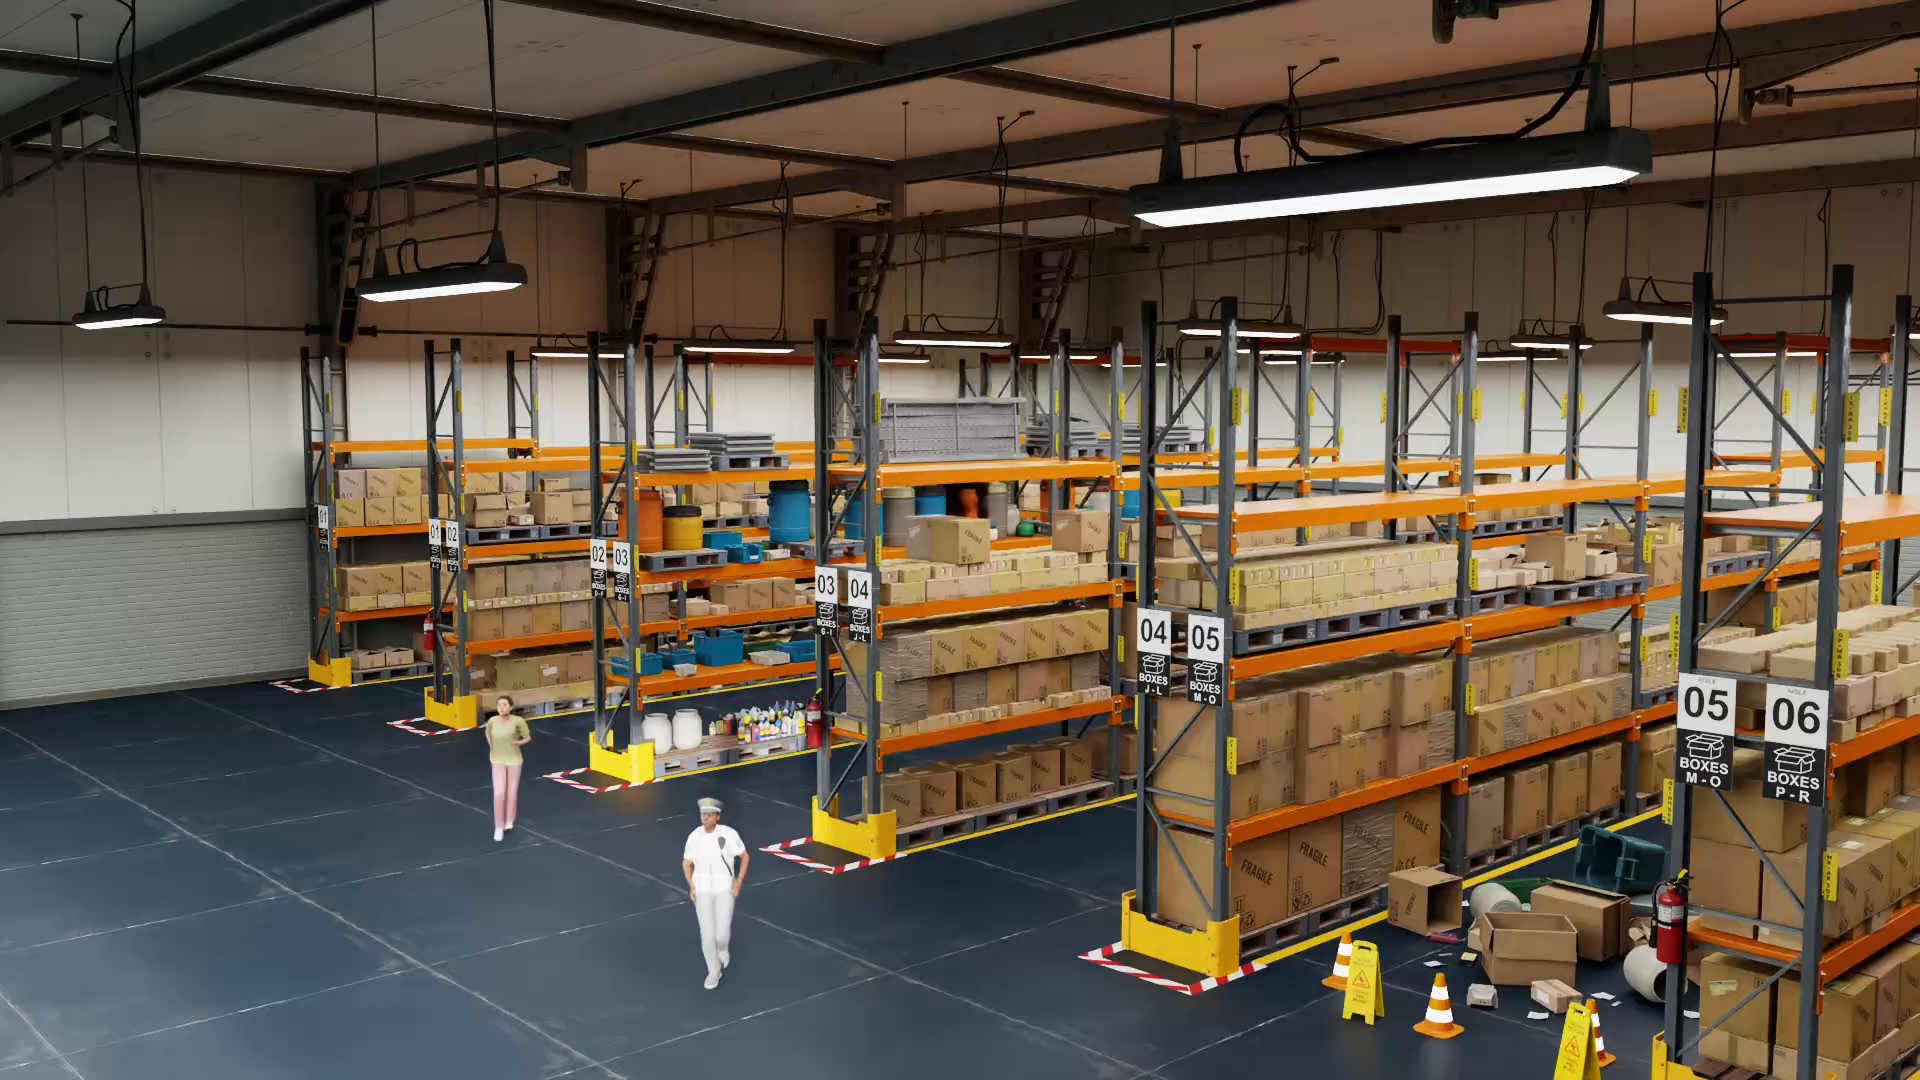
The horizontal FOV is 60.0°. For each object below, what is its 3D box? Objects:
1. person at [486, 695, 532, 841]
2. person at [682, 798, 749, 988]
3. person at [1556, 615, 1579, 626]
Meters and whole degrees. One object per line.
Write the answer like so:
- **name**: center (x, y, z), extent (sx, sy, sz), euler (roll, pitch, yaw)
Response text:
- **person**: center (-5.265, 2.644, 19.385), extent (0.547, 1.712, 0.698), euler (-1, 5, -9)
- **person**: center (-2.152, 3.069, 14.571), extent (0.579, 1.661, 0.517), euler (0, 5, 2)
- **person**: center (11.104, 1.684, 30.628), extent (0.574, 1.588, 0.800), euler (-3, 6, -32)
